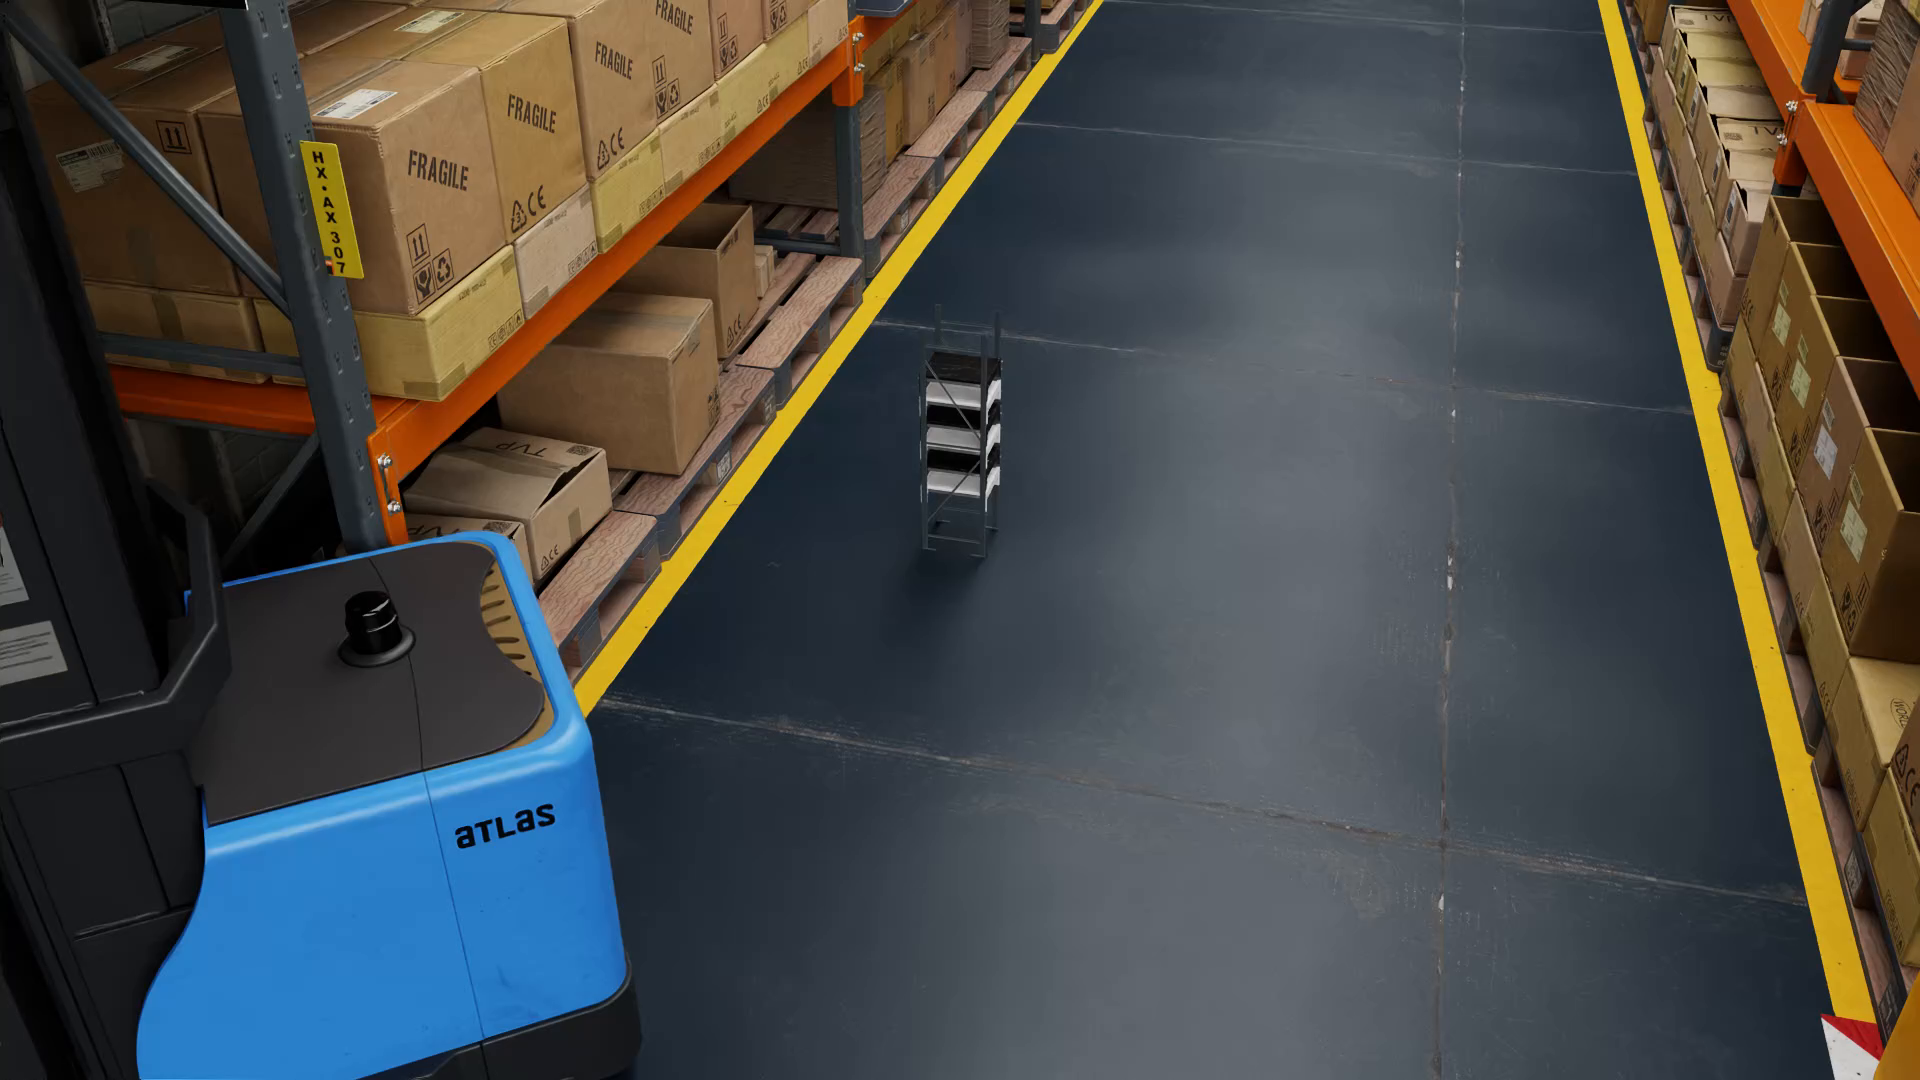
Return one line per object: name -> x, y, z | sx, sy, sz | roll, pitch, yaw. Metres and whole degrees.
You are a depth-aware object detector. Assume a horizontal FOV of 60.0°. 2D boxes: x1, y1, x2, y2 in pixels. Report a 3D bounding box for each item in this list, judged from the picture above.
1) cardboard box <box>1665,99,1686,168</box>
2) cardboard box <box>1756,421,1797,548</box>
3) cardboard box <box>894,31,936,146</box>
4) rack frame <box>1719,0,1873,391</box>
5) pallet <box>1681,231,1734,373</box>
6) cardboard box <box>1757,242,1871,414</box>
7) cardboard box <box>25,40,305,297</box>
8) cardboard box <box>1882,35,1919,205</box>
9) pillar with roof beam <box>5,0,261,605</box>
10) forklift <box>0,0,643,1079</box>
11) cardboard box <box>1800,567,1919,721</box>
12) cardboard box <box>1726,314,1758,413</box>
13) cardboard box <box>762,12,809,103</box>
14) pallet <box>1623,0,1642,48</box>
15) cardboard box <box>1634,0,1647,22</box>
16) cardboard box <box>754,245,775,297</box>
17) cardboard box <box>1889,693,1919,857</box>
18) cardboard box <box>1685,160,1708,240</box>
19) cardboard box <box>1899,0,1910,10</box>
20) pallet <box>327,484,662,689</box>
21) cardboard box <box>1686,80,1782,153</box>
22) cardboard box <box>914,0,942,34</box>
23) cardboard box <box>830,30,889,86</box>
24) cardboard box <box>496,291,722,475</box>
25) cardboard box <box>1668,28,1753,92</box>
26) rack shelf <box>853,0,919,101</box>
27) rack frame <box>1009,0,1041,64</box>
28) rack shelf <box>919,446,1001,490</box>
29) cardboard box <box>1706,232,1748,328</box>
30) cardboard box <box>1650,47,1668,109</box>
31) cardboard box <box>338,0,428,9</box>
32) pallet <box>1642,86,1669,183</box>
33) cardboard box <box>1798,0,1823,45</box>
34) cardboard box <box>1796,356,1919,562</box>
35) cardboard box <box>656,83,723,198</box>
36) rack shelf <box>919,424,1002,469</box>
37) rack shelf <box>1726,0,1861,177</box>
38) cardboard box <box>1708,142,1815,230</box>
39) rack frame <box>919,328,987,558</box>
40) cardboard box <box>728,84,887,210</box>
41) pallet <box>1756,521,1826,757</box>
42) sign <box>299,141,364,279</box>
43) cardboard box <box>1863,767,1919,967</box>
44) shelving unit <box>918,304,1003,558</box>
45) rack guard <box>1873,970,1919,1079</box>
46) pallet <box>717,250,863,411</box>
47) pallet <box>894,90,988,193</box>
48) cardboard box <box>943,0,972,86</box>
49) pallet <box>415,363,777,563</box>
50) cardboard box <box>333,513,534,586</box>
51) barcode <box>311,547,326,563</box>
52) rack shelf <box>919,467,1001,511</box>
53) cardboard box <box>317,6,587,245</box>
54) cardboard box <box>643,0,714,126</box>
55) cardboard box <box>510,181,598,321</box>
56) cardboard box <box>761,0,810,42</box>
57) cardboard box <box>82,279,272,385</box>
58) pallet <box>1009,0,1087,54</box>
cardboard box -> 4.174, -2.201, 9.088 | 0.500, 0.250, 0.500 | 7, 33, 11
cardboard box -> 3.154, -0.172, 5.896 | 0.500, 0.250, 0.500 | 8, 33, 12
cardboard box -> -0.542, -2.594, 9.454 | 0.700, 0.500, 0.500 | 8, 33, 13
rack frame -> 3.829, -1.872, 6.399 | 1.000, 3.000, 0.127 | 8, 33, 12
pallet -> 3.978, -1.083, 7.757 | 1.003, 0.211, 1.213 | 8, 33, 12
cardboard box -> 3.289, -0.747, 6.101 | 0.500, 0.500, 0.500 | 8, 33, 12
cardboard box -> -2.065, -1.004, 4.455 | 0.500, 0.500, 0.500 | 8, 33, 12
cardboard box -> 3.595, -1.408, 5.576 | 0.700, 0.500, 0.500 | 8, 33, 12
pillar with roof beam -> 1.526, -2.895, 2.417 | 9.100, 9.000, 0.400 | 8, 33, 12
forklift -> -2.355, 0.180, 3.235 | 3.031, 2.935, 1.130 | -13, 35, -20
cardboard box -> 2.905, 0.348, 5.079 | 0.500, 0.250, 0.500 | 8, 33, 12
cardboard box -> 3.418, -0.689, 6.710 | 0.500, 0.250, 0.500 | 8, 33, 12
cardboard box -> -0.925, -1.945, 6.635 | 0.500, 0.250, 0.500 | 8, 33, 13
pallet -> 5.382, -3.784, 12.006 | 1.003, 0.211, 1.213 | 8, 33, 12
cardboard box -> 4.986, -3.864, 11.452 | 0.500, 0.500, 0.500 | 7, 33, 11
cardboard box -> -1.070, -1.253, 7.655 | 0.380, 0.166, 0.250 | 4, 33, 6
cardboard box -> 2.662, 0.552, 4.059 | 0.500, 0.500, 0.500 | 8, 33, 12
cardboard box -> 3.913, -1.671, 8.254 | 0.500, 0.250, 0.500 | 9, 33, 13
cardboard box -> 3.510, -1.945, 5.815 | 0.380, 0.149, 0.250 | 8, 33, 13
pallet -> -1.719, 0.252, 5.657 | 1.003, 0.211, 1.213 | 8, 33, 12
cardboard box -> 4.040, -2.164, 8.508 | 0.500, 0.311, 0.500 | 8, 33, 12
cardboard box -> -0.412, -3.132, 9.601 | 0.500, 0.250, 0.500 | 8, 33, 12
cardboard box -> -0.684, -2.605, 8.773 | 0.500, 0.250, 0.500 | 7, 33, 11
cardboard box -> -1.337, -0.616, 6.343 | 0.700, 0.500, 0.500 | 6, 33, 9
cardboard box -> 4.302, -2.696, 9.343 | 0.500, 0.311, 0.500 | 7, 33, 11
rack shelf -> -0.456, -3.279, 9.282 | 1.077, 0.370, 4.000 | 8, 33, 12
rack frame -> 0.052, -4.620, 10.722 | 1.000, 3.000, 0.127 | 8, 33, 12
rack shelf -> 0.002, -0.280, 6.081 | 0.258, 0.077, 0.200 | 8, 33, 12
cardboard box -> 3.654, -1.143, 7.424 | 0.500, 0.250, 0.500 | 8, 33, 12
cardboard box -> 4.427, -2.733, 9.924 | 0.500, 0.250, 0.500 | 8, 33, 12
cardboard box -> -1.800, -1.533, 5.287 | 0.500, 0.500, 0.500 | 7, 33, 11
pallet -> 4.597, -2.349, 9.748 | 1.003, 0.211, 1.213 | 8, 33, 12
cardboard box -> 3.874, -2.297, 7.192 | 0.396, 0.266, 0.258 | 7, 33, 11
cardboard box -> 3.030, -0.229, 5.286 | 0.500, 0.500, 0.500 | 8, 33, 12
cardboard box -> -1.164, -1.421, 5.810 | 0.500, 0.250, 0.500 | 8, 33, 13
rack shelf -> 0.002, -0.356, 6.033 | 0.258, 0.077, 0.200 | 8, 33, 12
rack shelf -> 4.337, -2.606, 8.224 | 1.077, 0.370, 4.000 | 8, 33, 12
cardboard box -> 3.780, -1.646, 7.691 | 0.500, 0.311, 0.500 | 9, 34, 14
rack frame -> -0.024, -0.331, 5.932 | 0.240, 0.900, 0.006 | 8, 33, 12
cardboard box -> -0.793, -2.059, 8.614 | 0.700, 0.500, 0.500 | 9, 34, 14
pallet -> 3.279, 0.347, 5.508 | 1.003, 0.211, 1.213 | 8, 33, 12
sign -> -1.454, -0.760, 3.843 | 0.100, 0.325, 0.005 | 8, 33, 12
cardboard box -> 2.664, 0.868, 4.260 | 0.500, 0.250, 0.500 | 8, 33, 12
shelving unit -> 0.002, -0.384, 6.015 | 0.258, 0.900, 0.210 | 8, 33, 12
rack guard -> 2.808, 1.271, 3.785 | 1.175, 0.500, 0.348 | 8, 33, 12
pallet -> -1.100, -1.014, 7.649 | 1.003, 0.211, 1.213 | 8, 33, 12
pallet -> -0.460, -2.407, 9.839 | 1.003, 0.211, 1.213 | 8, 33, 12
cardboard box -> -0.324, -3.119, 10.280 | 0.700, 0.500, 0.500 | 8, 33, 12
pallet -> -1.407, -0.379, 6.650 | 1.003, 0.211, 1.213 | 8, 33, 12
cardboard box -> -1.716, 0.133, 5.340 | 0.500, 0.311, 0.500 | 4, 33, 7
barcode -> -2.098, 0.066, 5.438 | 0.001, 0.075, 0.075 | 8, 33, 12
rack shelf -> 0.002, -0.204, 6.130 | 0.258, 0.077, 0.200 | 8, 33, 12
cardboard box -> -1.432, -1.192, 4.752 | 0.500, 0.500, 0.500 | 8, 33, 13
cardboard box -> -1.175, -1.729, 5.596 | 0.500, 0.500, 0.500 | 9, 34, 14
cardboard box -> -1.430, -0.895, 4.984 | 0.500, 0.250, 0.500 | 7, 33, 11
cardboard box -> -0.905, -2.259, 6.429 | 0.500, 0.500, 0.500 | 8, 33, 12
cardboard box -> -2.048, -0.683, 4.649 | 0.500, 0.250, 0.500 | 8, 33, 13
pallet -> 0.325, -3.842, 12.097 | 1.003, 0.211, 1.213 | 8, 33, 12
